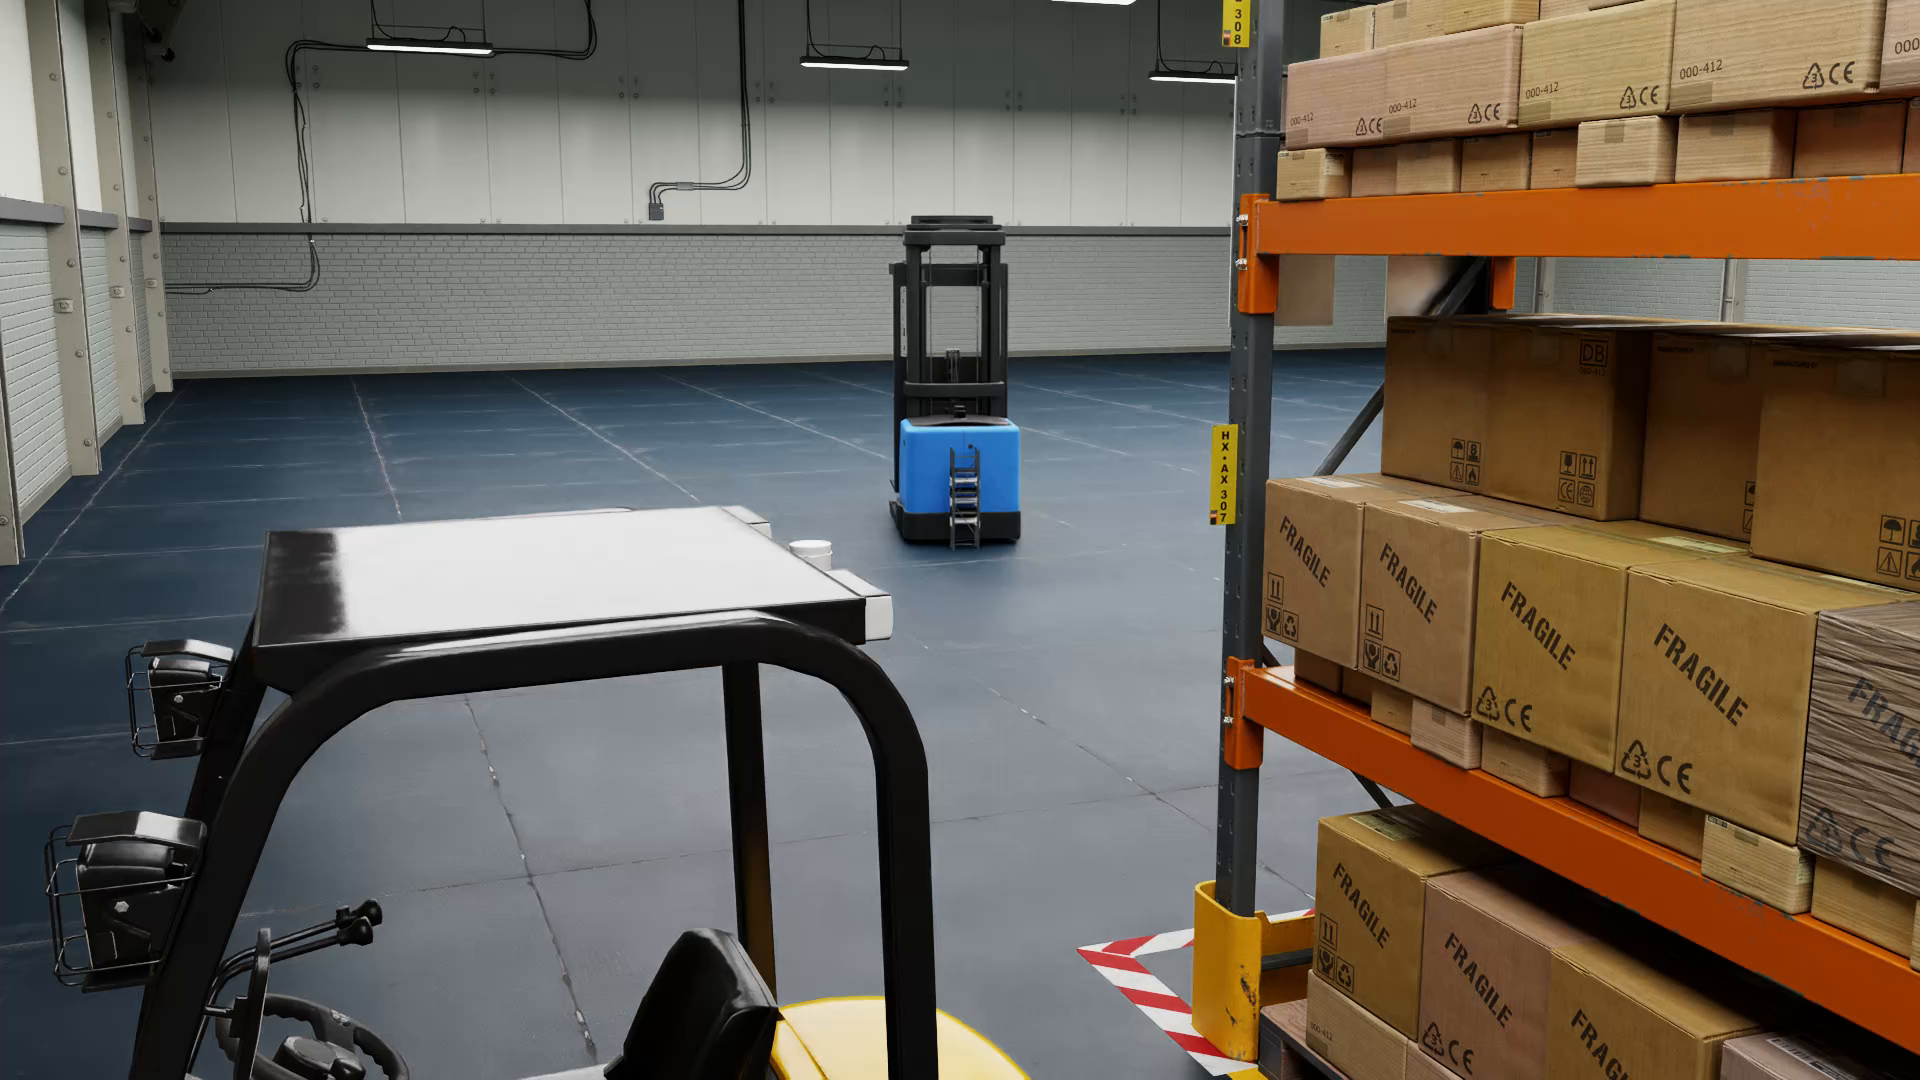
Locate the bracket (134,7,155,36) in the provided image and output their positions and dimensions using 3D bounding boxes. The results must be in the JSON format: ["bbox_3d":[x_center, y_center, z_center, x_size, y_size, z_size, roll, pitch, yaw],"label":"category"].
[{"bbox_3d":[-13.303,-8.490,27.007,0.076,0.066,4.783,-4,11,-21],"label":"bracket"}]

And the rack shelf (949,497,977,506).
[{"bbox_3d":[0.043,-0.327,14.710,0.258,0.077,0.200,-1,10,-6],"label":"rack shelf"}]

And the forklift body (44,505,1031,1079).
[{"bbox_3d":[-0.872,1.107,2.883,2.313,2.155,1.214,-4,11,-21],"label":"forklift body"}]

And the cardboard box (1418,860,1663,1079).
[{"bbox_3d":[1.603,1.196,4.471,0.500,0.500,0.500,-4,11,-23],"label":"cardboard box"}]

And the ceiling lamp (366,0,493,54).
[{"bbox_3d":[-8.891,-9.728,27.578,2.000,3.185,0.800,-4,11,-21],"label":"ceiling lamp"}]

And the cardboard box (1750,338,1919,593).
[{"bbox_3d":[2.263,-0.188,3.753,0.700,0.500,0.500,-4,11,-21],"label":"cardboard box"}]

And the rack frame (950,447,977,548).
[{"bbox_3d":[0.033,-0.378,14.804,0.240,0.900,0.006,-1,10,-6],"label":"rack frame"}]

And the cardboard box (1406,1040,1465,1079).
[{"bbox_3d":[1.578,1.560,4.566,0.500,0.250,0.500,-3,11,-19],"label":"cardboard box"}]

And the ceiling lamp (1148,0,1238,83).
[{"bbox_3d":[4.576,-10.645,32.733,2.000,3.185,0.800,-4,11,-21],"label":"ceiling lamp"}]

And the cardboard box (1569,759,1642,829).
[{"bbox_3d":[1.747,0.585,4.113,0.380,0.149,0.250,-4,11,-19],"label":"cardboard box"}]

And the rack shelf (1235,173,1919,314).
[{"bbox_3d":[2.090,-0.616,3.637,1.077,0.370,4.000,-4,11,-21],"label":"rack shelf"}]

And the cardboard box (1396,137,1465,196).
[{"bbox_3d":[1.426,-1.016,4.546,0.380,0.149,0.250,-4,11,-19],"label":"cardboard box"}]

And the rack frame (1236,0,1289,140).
[{"bbox_3d":[1.366,-2.773,5.146,1.000,3.000,0.127,-4,11,-21],"label":"rack frame"}]

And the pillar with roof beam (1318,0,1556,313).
[{"bbox_3d":[10.628,-8.910,39.643,9.100,9.000,0.548,-4,11,-21],"label":"pillar with roof beam"}]

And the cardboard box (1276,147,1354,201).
[{"bbox_3d":[1.183,-1.098,5.011,0.380,0.149,0.250,-4,11,-21],"label":"cardboard box"}]

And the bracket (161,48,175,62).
[{"bbox_3d":[-15.397,-9.433,32.307,0.235,0.232,0.430,-4,11,-21],"label":"bracket"}]

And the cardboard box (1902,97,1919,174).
[{"bbox_3d":[2.042,-0.769,3.159,0.380,0.149,0.250,-4,11,-20],"label":"cardboard box"}]

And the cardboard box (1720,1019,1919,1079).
[{"bbox_3d":[1.979,1.365,3.521,0.500,0.500,0.500,-3,11,-18],"label":"cardboard box"}]

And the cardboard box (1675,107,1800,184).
[{"bbox_3d":[1.788,-0.847,3.599,0.380,0.149,0.250,-4,11,-22],"label":"cardboard box"}]

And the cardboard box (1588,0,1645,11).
[{"bbox_3d":[1.663,-1.282,3.766,0.380,0.149,0.250,-4,11,-19],"label":"cardboard box"}]

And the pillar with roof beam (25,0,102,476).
[{"bbox_3d":[-6.357,-5.498,20.465,9.100,9.000,0.400,-4,11,-21],"label":"pillar with roof beam"}]

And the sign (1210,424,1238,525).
[{"bbox_3d":[0.860,-0.212,5.402,0.100,0.325,0.005,-4,11,-21],"label":"sign"}]

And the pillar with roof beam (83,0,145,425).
[{"bbox_3d":[-8.532,-6.478,25.970,9.100,9.000,0.548,-4,11,-21],"label":"pillar with roof beam"}]

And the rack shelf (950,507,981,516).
[{"bbox_3d":[0.043,-0.239,14.726,0.258,0.077,0.200,-1,10,-6],"label":"rack shelf"}]

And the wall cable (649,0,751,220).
[{"bbox_3d":[-5.700,-10.023,36.190,2.305,6.003,0.169,-4,11,-21],"label":"wall cable"}]

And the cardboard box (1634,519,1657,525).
[{"bbox_3d":[1.996,0.138,4.776,0.500,0.500,0.500,-4,11,-21],"label":"cardboard box"}]

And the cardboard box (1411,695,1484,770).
[{"bbox_3d":[1.470,0.506,4.560,0.380,0.149,0.250,-4,11,-20],"label":"cardboard box"}]

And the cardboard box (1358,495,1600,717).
[{"bbox_3d":[1.469,0.164,4.629,0.500,0.500,0.500,-4,11,-19],"label":"cardboard box"}]

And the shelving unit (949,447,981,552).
[{"bbox_3d":[0.043,-0.360,14.704,0.258,0.900,0.210,-1,10,-6],"label":"shelving unit"}]

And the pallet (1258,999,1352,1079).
[{"bbox_3d":[1.655,1.700,5.088,1.003,0.211,1.213,-4,11,-21],"label":"pallet"}]

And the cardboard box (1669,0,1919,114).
[{"bbox_3d":[1.851,-1.020,3.432,0.500,0.250,0.500,-4,11,-20],"label":"cardboard box"}]

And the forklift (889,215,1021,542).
[{"bbox_3d":[-0.114,-1.643,16.117,1.130,2.935,3.031,-1,10,-6],"label":"forklift"}]

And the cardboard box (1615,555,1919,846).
[{"bbox_3d":[1.847,0.329,3.698,0.500,0.500,0.500,-4,11,-22],"label":"cardboard box"}]

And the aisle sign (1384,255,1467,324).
[{"bbox_3d":[1.613,-1.128,5.604,0.394,0.787,0.004,-4,11,-21],"label":"aisle sign"}]

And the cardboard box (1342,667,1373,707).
[{"bbox_3d":[1.401,0.413,5.082,0.380,0.149,0.250,-4,11,-20],"label":"cardboard box"}]

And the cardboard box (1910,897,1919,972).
[{"bbox_3d":[2.043,0.758,3.141,0.380,0.149,0.250,-4,11,-22],"label":"cardboard box"}]

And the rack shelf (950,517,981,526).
[{"bbox_3d":[0.043,-0.150,14.742,0.258,0.077,0.200,-1,10,-6],"label":"rack shelf"}]

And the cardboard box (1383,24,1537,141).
[{"bbox_3d":[1.473,-1.187,4.374,0.500,0.250,0.500,-4,11,-22],"label":"cardboard box"}]

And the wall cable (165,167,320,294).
[{"bbox_3d":[-14.553,-6.220,33.387,3.097,2.526,0.112,-4,11,-21],"label":"wall cable"}]

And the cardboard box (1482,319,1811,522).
[{"bbox_3d":[1.931,-0.355,4.691,0.700,0.500,0.500,-4,11,-20],"label":"cardboard box"}]

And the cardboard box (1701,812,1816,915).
[{"bbox_3d":[1.851,0.675,3.609,0.380,0.149,0.250,-4,11,-20],"label":"cardboard box"}]

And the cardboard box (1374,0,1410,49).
[{"bbox_3d":[1.410,-1.454,4.737,0.380,0.149,0.250,-4,11,-21],"label":"cardboard box"}]

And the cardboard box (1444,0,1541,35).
[{"bbox_3d":[1.465,-1.364,4.228,0.380,0.149,0.250,-4,11,-21],"label":"cardboard box"}]

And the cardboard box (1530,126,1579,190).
[{"bbox_3d":[1.638,-0.934,4.086,0.380,0.149,0.250,-4,11,-23],"label":"cardboard box"}]
